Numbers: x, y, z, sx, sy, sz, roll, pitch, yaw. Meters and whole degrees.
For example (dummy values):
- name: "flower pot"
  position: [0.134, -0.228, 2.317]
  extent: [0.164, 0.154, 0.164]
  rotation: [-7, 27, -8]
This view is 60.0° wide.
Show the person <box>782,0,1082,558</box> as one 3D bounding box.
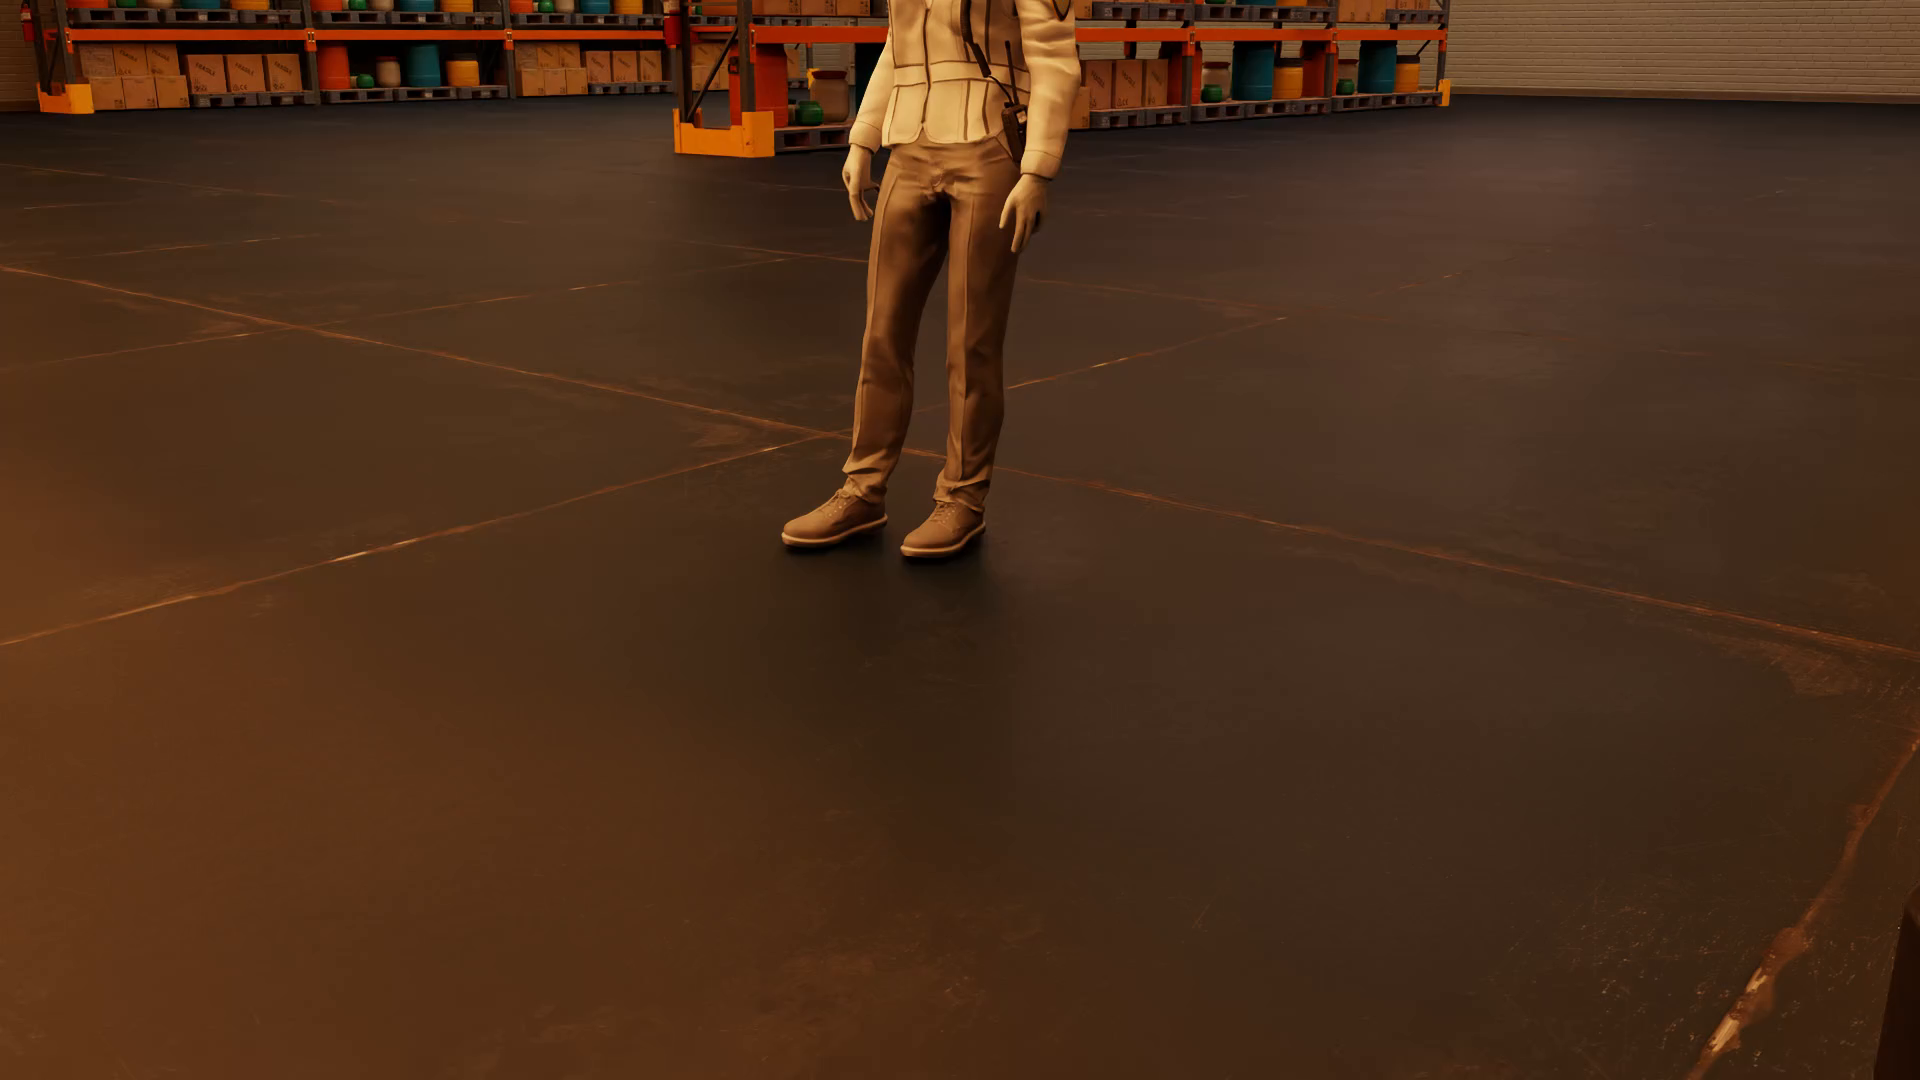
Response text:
- name: "person"
  position: [-0.049, -0.804, 3.647]
  extent: [0.587, 1.695, 0.531]
  rotation: [13, 21, 37]
